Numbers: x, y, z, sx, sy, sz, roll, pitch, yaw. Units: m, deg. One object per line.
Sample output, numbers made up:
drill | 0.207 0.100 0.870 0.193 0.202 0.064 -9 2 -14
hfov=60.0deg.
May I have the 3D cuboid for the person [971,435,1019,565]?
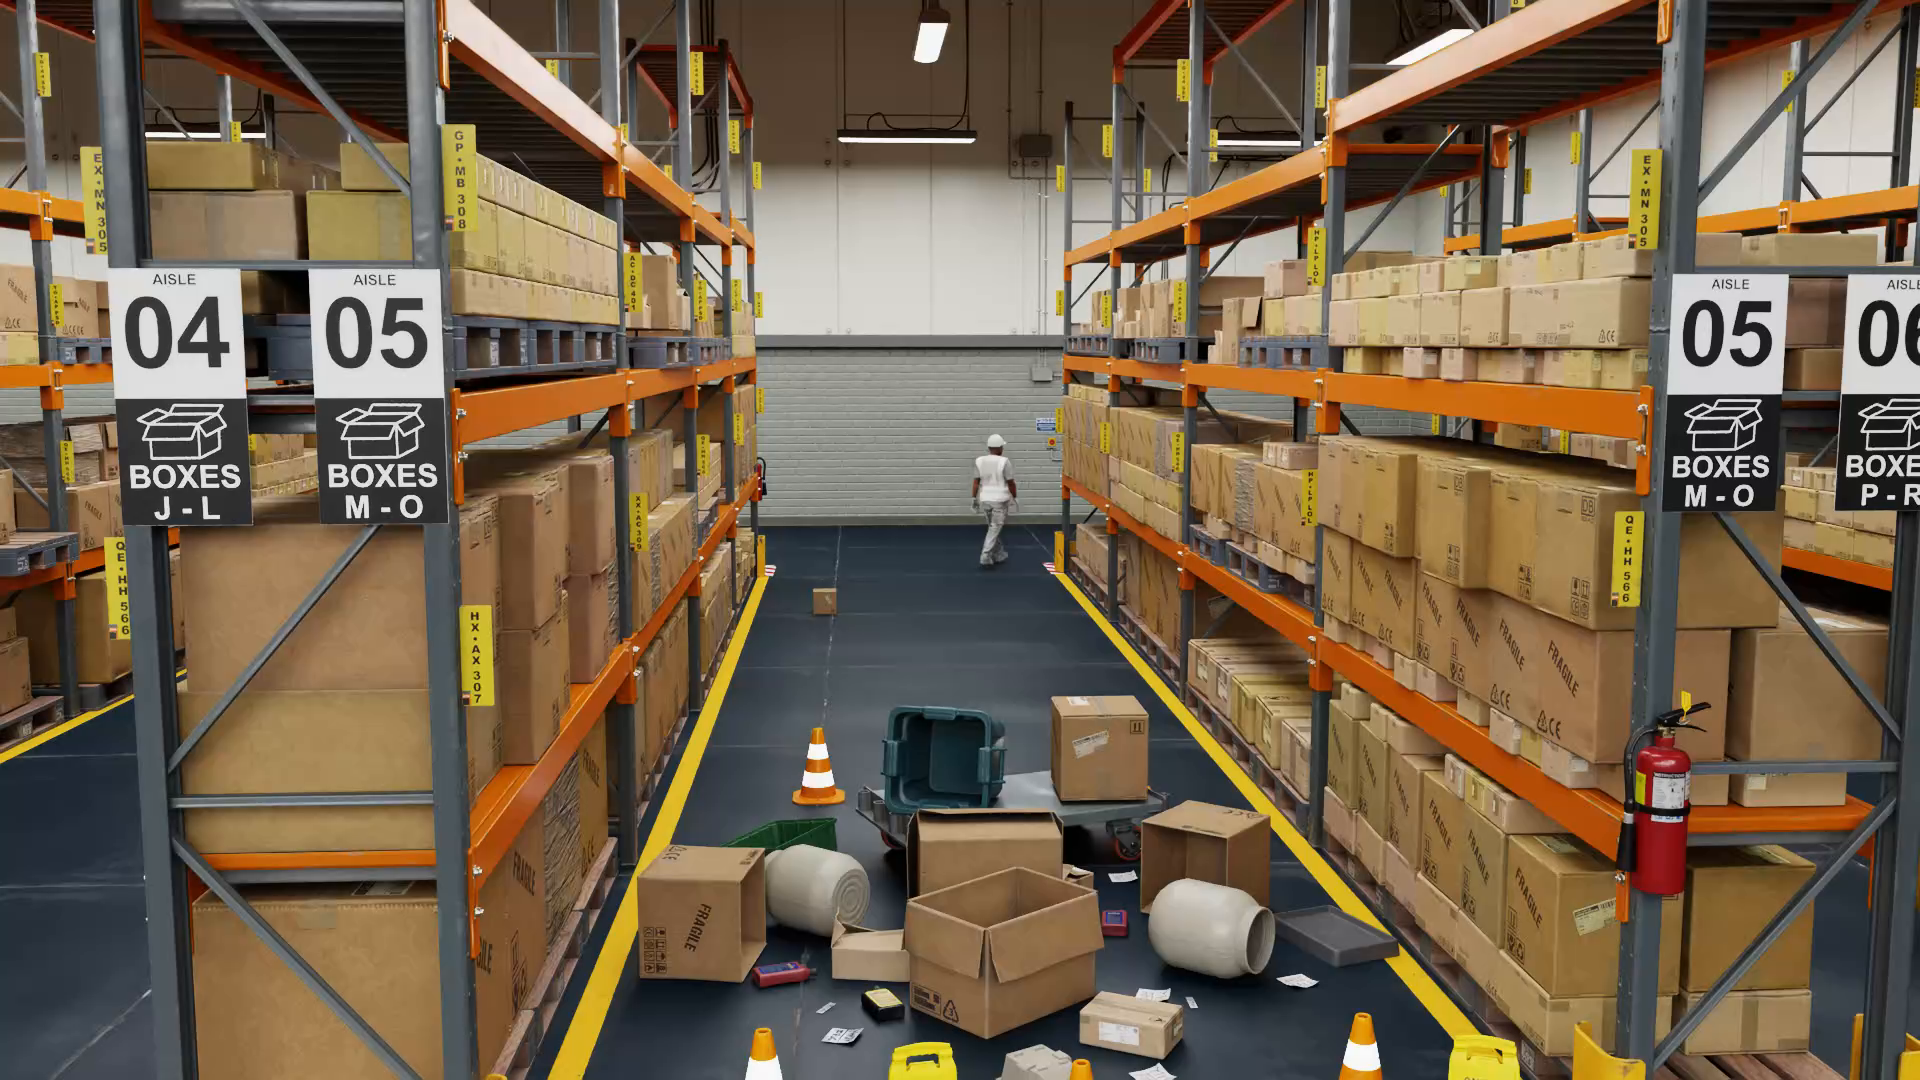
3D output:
person | 0.501 -0.542 22.220 0.598 1.742 0.998 4 8 31
